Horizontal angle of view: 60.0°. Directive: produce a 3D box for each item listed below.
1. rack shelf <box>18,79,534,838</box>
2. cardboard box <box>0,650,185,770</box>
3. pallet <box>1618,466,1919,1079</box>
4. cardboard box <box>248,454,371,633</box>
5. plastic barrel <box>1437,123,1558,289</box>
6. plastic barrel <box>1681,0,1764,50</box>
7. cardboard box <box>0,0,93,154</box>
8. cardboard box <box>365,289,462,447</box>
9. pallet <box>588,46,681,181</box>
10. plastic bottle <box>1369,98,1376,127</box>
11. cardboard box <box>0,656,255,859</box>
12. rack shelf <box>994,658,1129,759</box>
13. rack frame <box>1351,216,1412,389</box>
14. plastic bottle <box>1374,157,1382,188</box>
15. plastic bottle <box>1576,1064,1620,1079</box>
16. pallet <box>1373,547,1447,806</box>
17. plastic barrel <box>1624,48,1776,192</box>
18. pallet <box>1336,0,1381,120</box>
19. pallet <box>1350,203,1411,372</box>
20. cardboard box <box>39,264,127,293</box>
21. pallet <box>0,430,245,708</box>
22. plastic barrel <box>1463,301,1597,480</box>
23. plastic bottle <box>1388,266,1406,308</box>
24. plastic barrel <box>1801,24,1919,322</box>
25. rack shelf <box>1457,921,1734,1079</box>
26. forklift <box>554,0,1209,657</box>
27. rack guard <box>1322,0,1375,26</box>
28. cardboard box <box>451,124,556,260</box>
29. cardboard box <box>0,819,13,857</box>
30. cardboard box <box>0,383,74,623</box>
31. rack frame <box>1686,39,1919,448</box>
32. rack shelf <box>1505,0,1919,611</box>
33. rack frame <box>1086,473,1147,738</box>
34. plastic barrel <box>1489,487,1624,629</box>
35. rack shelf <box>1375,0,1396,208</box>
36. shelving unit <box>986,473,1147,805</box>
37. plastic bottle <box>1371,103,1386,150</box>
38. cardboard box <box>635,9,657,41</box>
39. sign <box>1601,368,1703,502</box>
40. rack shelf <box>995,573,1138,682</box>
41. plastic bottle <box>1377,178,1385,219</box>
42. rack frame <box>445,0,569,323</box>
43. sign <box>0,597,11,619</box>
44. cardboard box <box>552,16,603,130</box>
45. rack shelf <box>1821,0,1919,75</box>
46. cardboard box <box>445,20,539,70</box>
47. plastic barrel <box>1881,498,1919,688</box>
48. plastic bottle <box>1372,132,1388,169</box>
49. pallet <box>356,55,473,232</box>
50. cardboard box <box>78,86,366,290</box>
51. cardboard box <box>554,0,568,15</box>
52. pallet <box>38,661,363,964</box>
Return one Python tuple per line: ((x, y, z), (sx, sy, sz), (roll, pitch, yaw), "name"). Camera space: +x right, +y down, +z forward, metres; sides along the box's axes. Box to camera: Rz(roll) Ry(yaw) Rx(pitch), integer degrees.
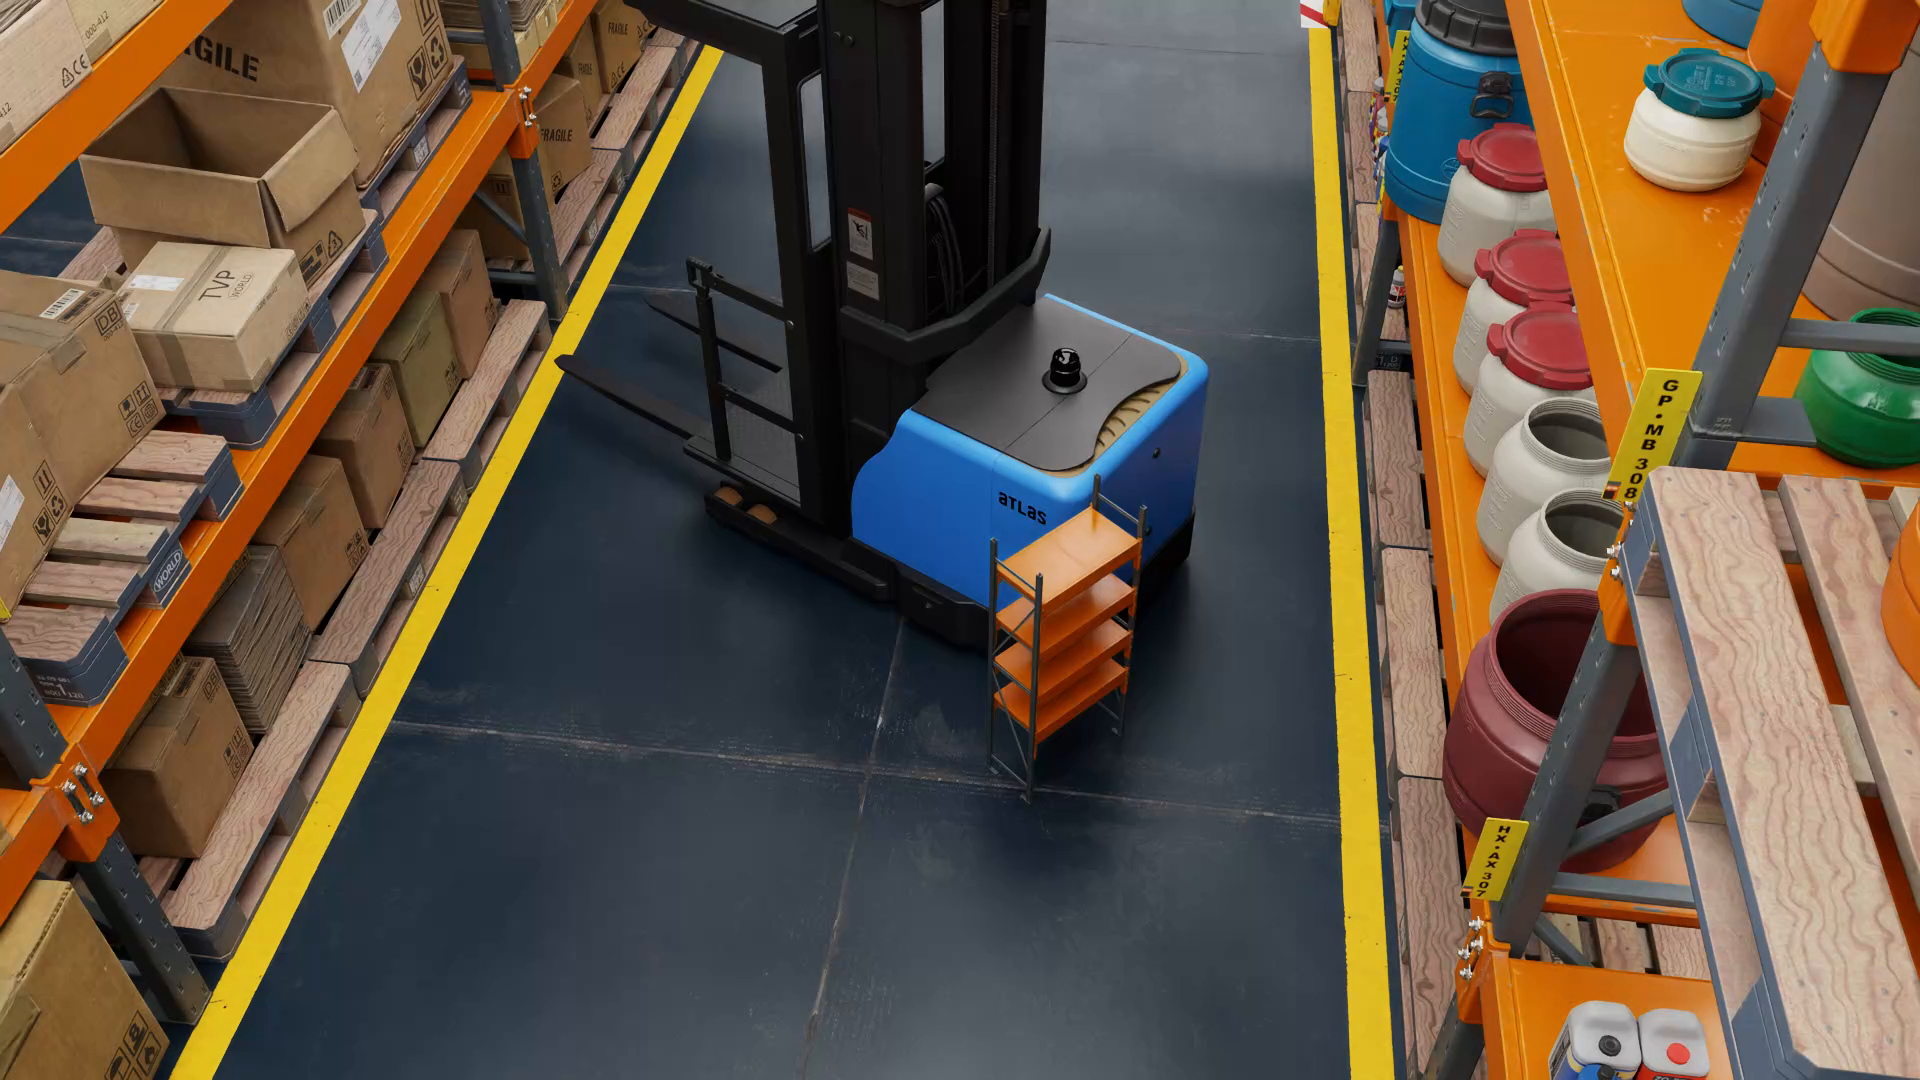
((-2.773, -0.652, 6.302), (1.077, 0.370, 4.000), (5, 44, 6), "rack shelf")
((-2.979, 0.466, 5.551), (0.500, 0.250, 0.500), (7, 44, 7), "cardboard box")
((1.674, 0.392, 2.632), (1.003, 0.211, 1.213), (5, 44, 6), "pallet")
((-2.840, -0.027, 6.617), (0.700, 0.500, 0.500), (9, 44, 9), "cardboard box")
((2.057, -1.243, 6.304), (0.433, 0.535, 0.433), (0, 43, 0), "plastic barrel")
((2.376, -1.839, 4.487), (0.600, 0.901, 0.708), (5, 44, 6), "plastic barrel")
((-2.655, -1.232, 4.319), (0.500, 0.250, 0.500), (6, 44, 7), "cardboard box")
((-2.693, -0.788, 7.421), (0.700, 0.500, 0.500), (5, 44, 5), "cardboard box")
((-2.296, -2.558, 9.820), (1.003, 0.211, 1.213), (5, 44, 6), "pallet")
((2.367, -2.418, 9.359), (0.097, 0.201, 0.097), (0, 43, 0), "plastic bottle")
((-2.969, 0.740, 5.807), (0.700, 0.500, 0.500), (3, 44, 3), "cardboard box")
((0.368, 0.573, 6.181), (0.480, 0.148, 0.258), (-32, 52, -29), "rack shelf")
((2.401, -1.826, 7.019), (1.000, 3.000, 0.127), (5, 44, 6), "rack frame")
((2.282, -1.979, 8.896), (0.097, 0.201, 0.097), (0, 43, 0), "plastic bottle")
((1.452, 1.289, 3.823), (0.097, 0.271, 0.097), (0, 43, 0), "plastic bottle")
((2.176, 0.559, 6.528), (1.003, 0.211, 1.213), (5, 44, 6), "pallet")
((1.808, -1.027, 4.094), (0.301, 0.262, 0.301), (0, 43, 0), "plastic barrel")
((2.853, -2.930, 10.213), (1.003, 0.211, 1.213), (5, 44, 6), "pallet")
((2.531, -1.267, 8.457), (1.003, 0.211, 1.213), (5, 44, 6), "pallet")
((-3.085, -0.815, 5.743), (0.396, 0.266, 0.258), (4, 44, 4), "cardboard box")
((-3.049, 0.024, 5.204), (1.213, 0.211, 1.003), (5, 44, 6), "pallet")
((1.902, -0.448, 5.465), (0.433, 0.535, 0.433), (0, 43, 0), "plastic barrel")
((2.140, -1.245, 8.121), (0.097, 0.201, 0.097), (0, 43, 0), "plastic bottle")
((2.195, -0.911, 3.506), (0.600, 0.901, 0.600), (0, 43, 0), "plastic barrel")
((1.607, 2.525, 2.947), (1.077, 0.370, 4.000), (5, 44, 6), "rack shelf")
((-0.502, -1.319, 6.533), (3.031, 2.935, 1.130), (27, 50, 25), "forklift")
((2.966, -3.588, 10.698), (1.175, 0.500, 0.348), (5, 44, 6), "rack guard")
((-2.416, -1.790, 8.493), (0.500, 0.500, 0.500), (4, 44, 4), "cardboard box")
((-2.857, 0.773, 4.202), (0.500, 0.500, 0.500), (6, 44, 7), "cardboard box")
((-3.006, -0.110, 4.829), (0.500, 0.500, 0.500), (0, 43, 0), "cardboard box")
((1.872, -1.278, 2.077), (1.000, 3.000, 0.127), (5, 44, 6), "rack frame")
((2.136, -1.291, 4.795), (1.077, 0.370, 4.000), (5, 44, 6), "rack shelf")
((0.550, 0.268, 6.117), (0.015, 1.200, 0.240), (-32, 52, -29), "rack frame")
((1.796, 0.139, 4.862), (0.421, 0.512, 0.421), (0, 43, 0), "plastic barrel")
((2.665, -2.928, 8.706), (1.077, 0.370, 4.000), (5, 44, 6), "rack shelf")
((0.368, 0.380, 5.999), (0.503, 1.200, 0.258), (-32, 52, -29), "shelving unit")
((2.335, -2.280, 9.163), (0.097, 0.271, 0.097), (0, 43, 0), "plastic bottle")
((-2.124, -3.412, 10.207), (0.500, 0.500, 0.500), (16, 46, 16), "cardboard box")
((1.325, -0.196, 3.192), (0.100, 0.325, 0.005), (5, 44, 6), "sign")
((0.368, 0.266, 5.891), (0.480, 0.148, 0.258), (-32, 52, -29), "rack shelf")
((2.268, -1.840, 8.640), (0.144, 0.351, 0.185), (5, 44, 5), "plastic bottle")
((-2.509, -2.276, 7.494), (1.000, 3.000, 0.127), (5, 44, 6), "rack frame")
((-2.487, 0.078, 4.166), (0.100, 0.325, 0.005), (5, 44, 6), "sign")
((-2.344, -2.611, 9.361), (0.500, 0.500, 0.500), (2, 43, 2), "cardboard box")
((1.607, 0.491, 1.022), (1.077, 0.370, 4.000), (5, 44, 6), "rack shelf")
((-2.182, -2.304, 7.706), (0.380, 0.149, 0.250), (5, 44, 6), "cardboard box")
((1.794, -0.111, 2.408), (0.600, 0.830, 0.708), (5, 44, 6), "plastic barrel")
((2.309, -2.119, 9.044), (0.097, 0.201, 0.097), (0, 43, 0), "plastic bottle")
((-2.754, -1.699, 7.024), (1.003, 0.211, 1.213), (5, 44, 6), "pallet")
((-2.647, -1.276, 6.058), (0.797, 0.503, 0.637), (9, 44, 10), "cardboard box")
((-2.131, -2.646, 8.068), (0.380, 0.149, 0.250), (5, 44, 6), "cardboard box")
((-2.933, 0.930, 6.136), (1.003, 0.211, 1.213), (5, 44, 6), "pallet")
